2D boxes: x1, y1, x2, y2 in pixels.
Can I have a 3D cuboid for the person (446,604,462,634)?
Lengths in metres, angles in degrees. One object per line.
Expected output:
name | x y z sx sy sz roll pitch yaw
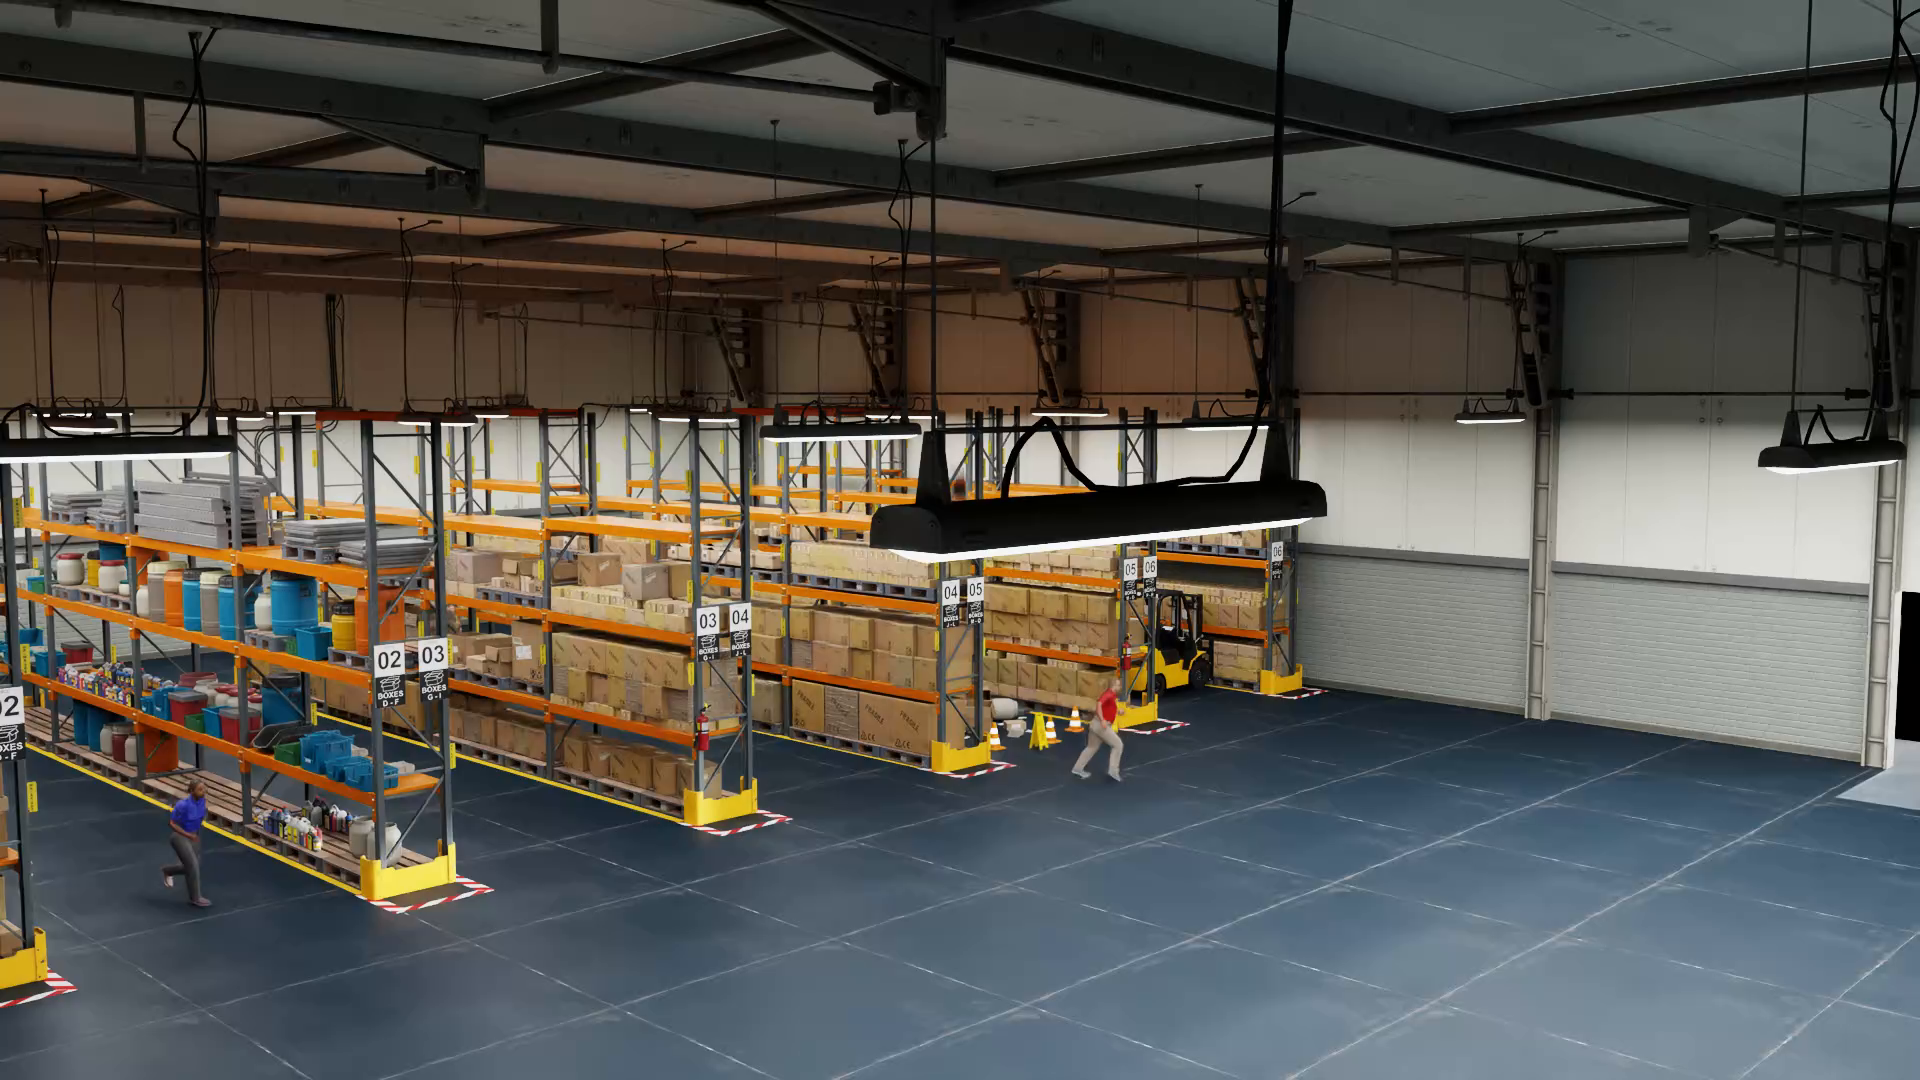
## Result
person | -11.224 2.254 36.632 0.594 1.714 0.827 -4 7 -40

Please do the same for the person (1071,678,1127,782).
person | 2.294 3.114 27.125 0.932 1.738 0.677 0 5 -4

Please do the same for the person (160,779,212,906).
person | -9.634 3.729 20.594 0.775 1.605 0.548 2 5 22
